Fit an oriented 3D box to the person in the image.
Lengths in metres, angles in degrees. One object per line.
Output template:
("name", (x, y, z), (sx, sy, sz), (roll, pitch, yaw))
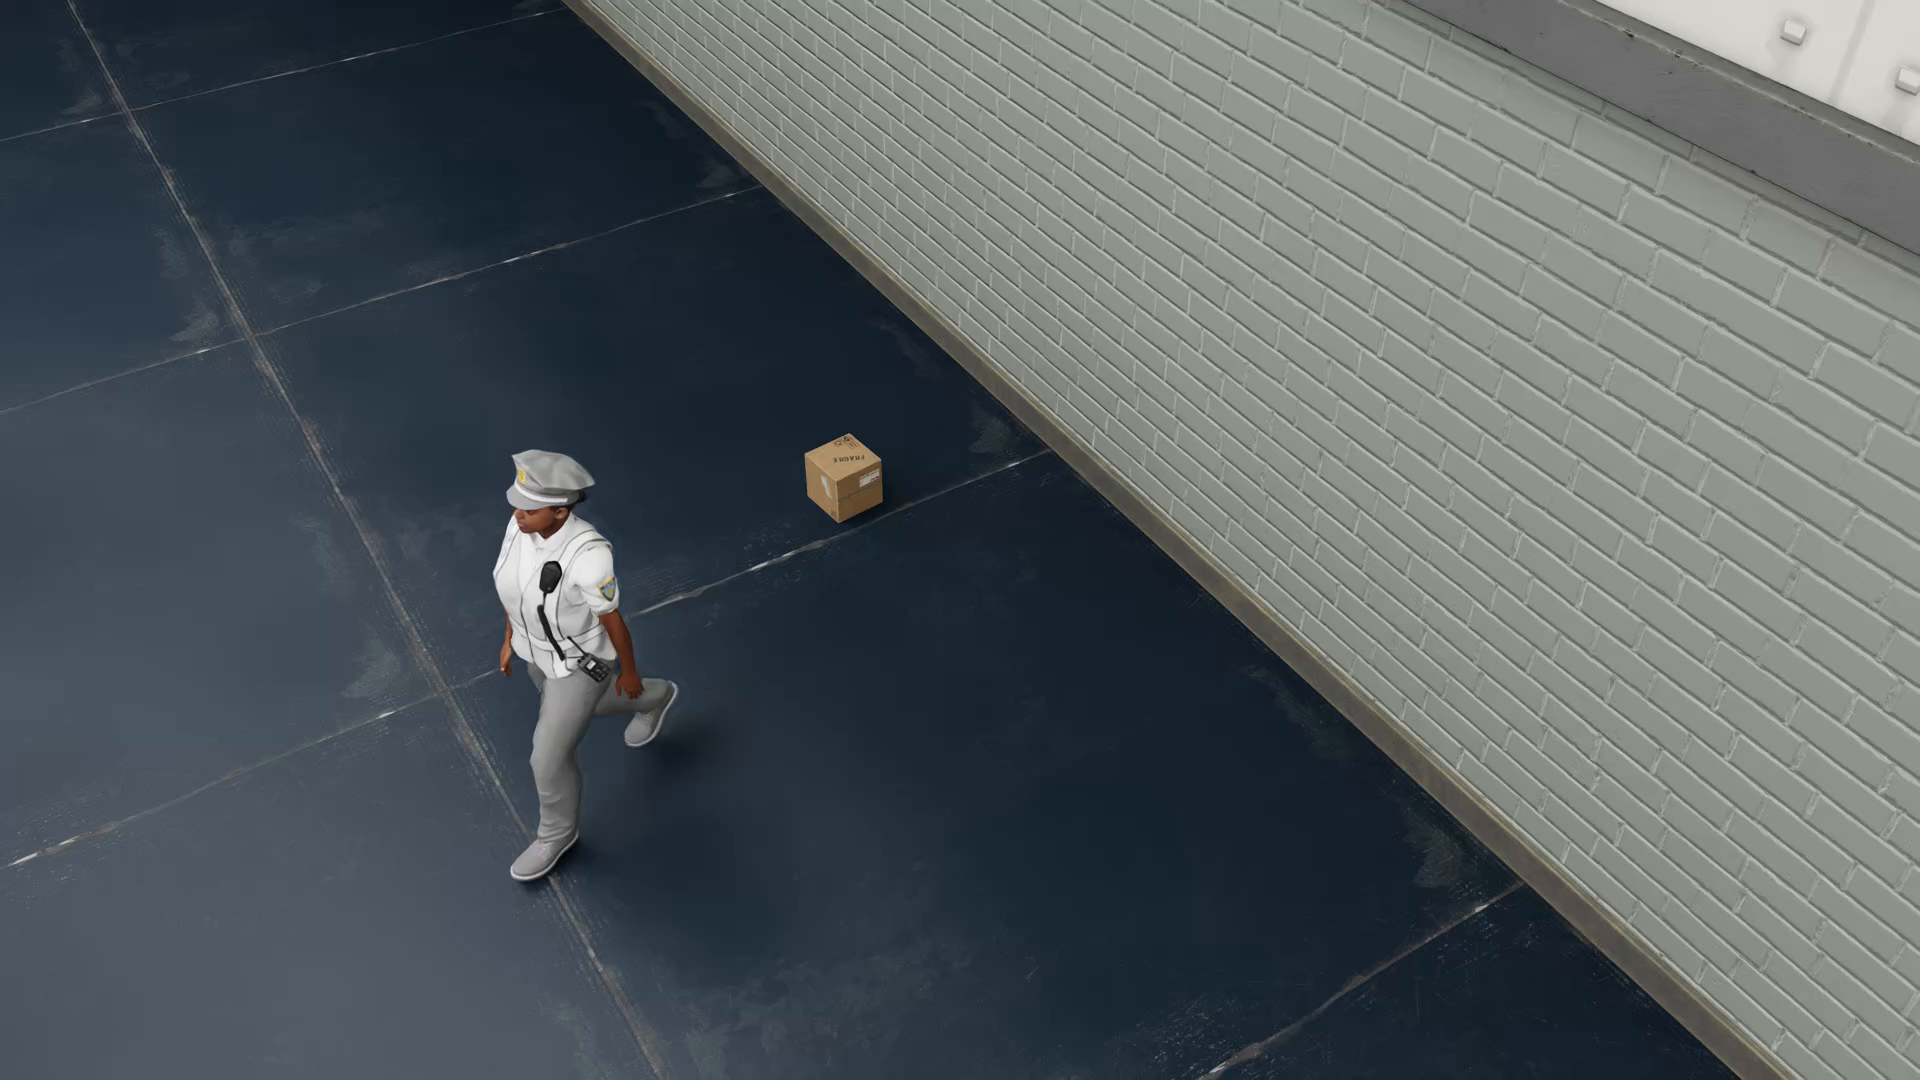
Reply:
("person", (-1.341, 0.353, 5.722), (0.460, 1.644, 0.921), (31, 50, 31))
